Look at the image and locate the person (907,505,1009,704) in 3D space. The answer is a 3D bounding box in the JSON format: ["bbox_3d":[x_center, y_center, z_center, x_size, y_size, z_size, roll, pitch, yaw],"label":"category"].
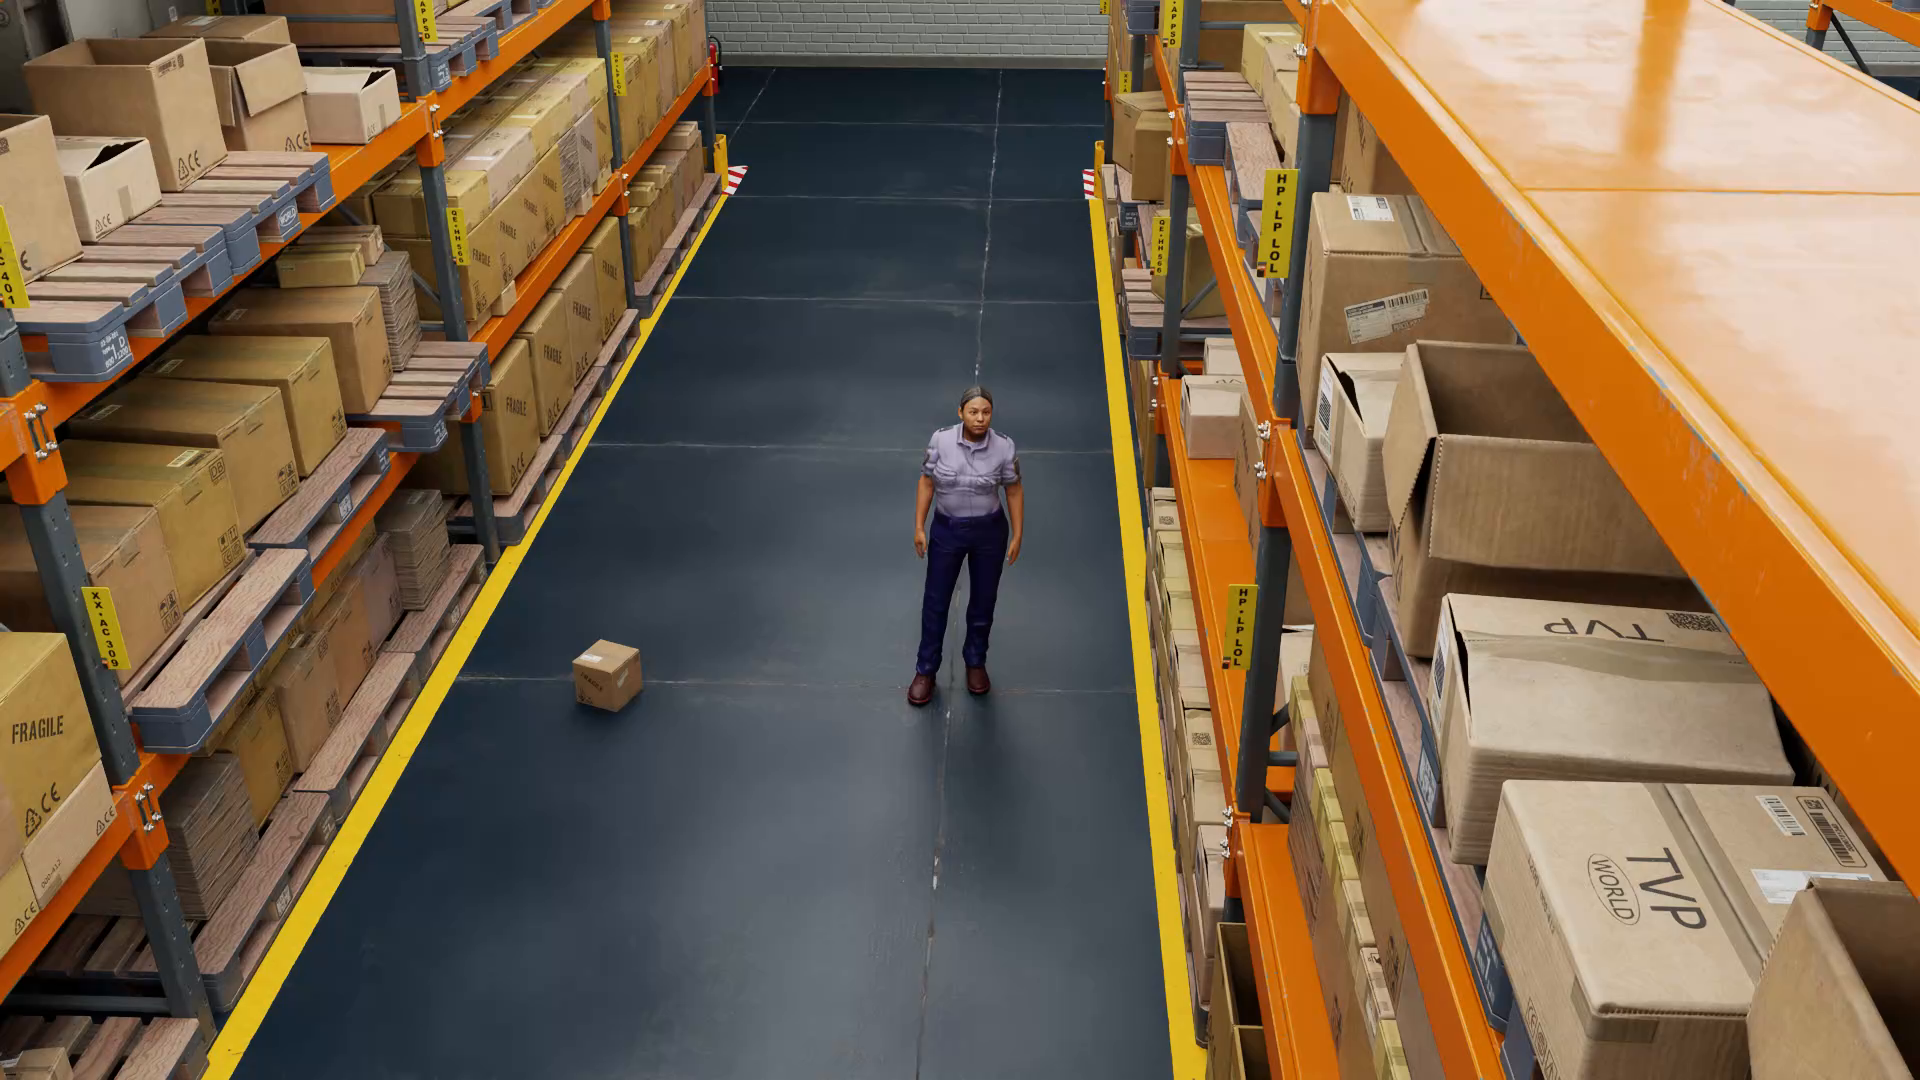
[{"bbox_3d":[-0.011,0.303,8.706,0.525,1.031,0.500,1,28,1],"label":"person"}]
